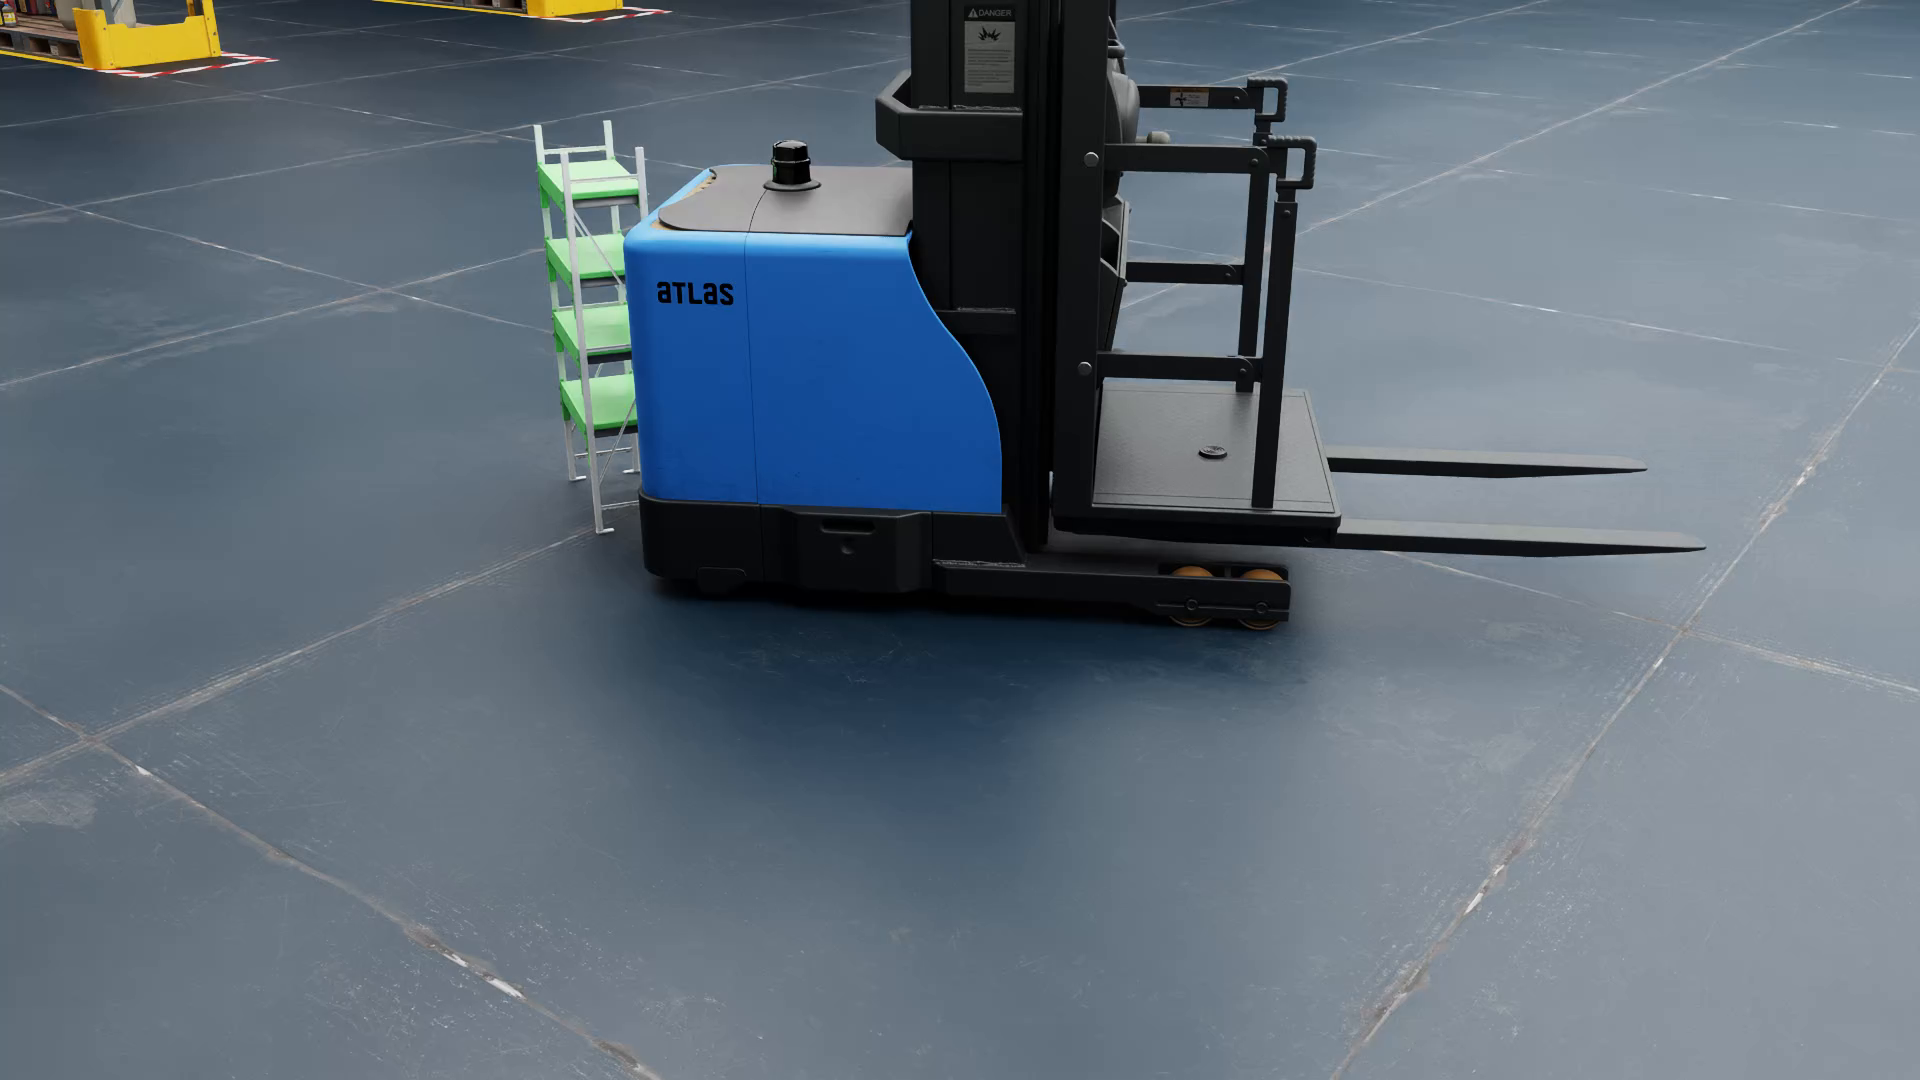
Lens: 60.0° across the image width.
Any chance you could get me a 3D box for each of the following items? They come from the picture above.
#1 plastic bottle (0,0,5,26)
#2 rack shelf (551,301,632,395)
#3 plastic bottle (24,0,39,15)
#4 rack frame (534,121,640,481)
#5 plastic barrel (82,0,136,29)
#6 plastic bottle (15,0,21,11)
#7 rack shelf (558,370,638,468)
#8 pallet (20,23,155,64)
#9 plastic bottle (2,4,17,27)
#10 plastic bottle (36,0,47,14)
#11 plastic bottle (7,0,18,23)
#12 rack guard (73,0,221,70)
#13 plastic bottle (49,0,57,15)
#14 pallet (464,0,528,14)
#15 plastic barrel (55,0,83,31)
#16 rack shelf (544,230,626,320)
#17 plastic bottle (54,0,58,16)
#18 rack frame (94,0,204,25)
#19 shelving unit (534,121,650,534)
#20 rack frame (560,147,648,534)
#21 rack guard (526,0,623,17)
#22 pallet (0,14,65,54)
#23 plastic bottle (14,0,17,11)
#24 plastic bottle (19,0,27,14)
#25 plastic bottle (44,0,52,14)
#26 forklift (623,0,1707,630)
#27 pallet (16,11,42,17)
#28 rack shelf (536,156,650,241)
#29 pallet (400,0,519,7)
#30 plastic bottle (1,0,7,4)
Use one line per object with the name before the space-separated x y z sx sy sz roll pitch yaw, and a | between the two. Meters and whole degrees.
plastic bottle | -9.091 -5.020 15.746 0.133 0.283 0.061 18 29 35
rack shelf | -1.137 -0.621 5.330 0.258 0.148 0.480 -9 25 -20
plastic bottle | -9.291 -5.400 16.609 0.133 0.283 0.061 17 29 33
rack frame | -1.228 -0.771 5.512 0.240 1.200 0.015 -9 25 -20
plastic barrel | -7.827 -4.925 15.272 0.421 0.512 0.421 0 24 0
plastic bottle | -9.613 -5.584 16.943 0.185 0.351 0.144 15 28 31
rack shelf | -1.137 -0.402 5.427 0.258 0.148 0.480 -9 25 -20
pallet | -7.990 -4.662 15.569 1.213 0.211 1.003 17 29 33
plastic bottle | -8.987 -4.960 15.712 0.097 0.201 0.097 0 24 0
plastic bottle | -9.227 -5.431 16.688 0.135 0.276 0.152 17 29 34
plastic bottle | -9.109 -5.102 15.932 0.133 0.283 0.061 17 29 33
rack guard | -7.343 -4.596 15.061 0.348 0.500 1.175 17 29 33
plastic bottle | -9.035 -5.384 16.589 0.097 0.271 0.097 0 24 0
pallet | -4.973 -6.285 19.252 1.213 0.211 1.003 17 29 33
plastic barrel | -8.228 -5.046 15.547 0.421 0.512 0.421 0 24 0
rack shelf | -1.137 -0.841 5.234 0.258 0.148 0.480 -9 25 -20
plastic bottle | -8.952 -5.327 16.546 0.097 0.201 0.097 0 24 0
rack frame | -7.254 -5.737 14.550 0.127 3.000 1.000 17 29 33
shelving unit | -1.137 -0.680 5.305 0.258 1.200 0.503 -9 25 -20
rack frame | -1.046 -0.588 5.097 0.240 1.200 0.015 -9 25 -20
rack guard | -4.345 -6.209 18.722 0.348 0.500 1.175 17 29 33
pallet | -8.962 -4.957 16.239 1.213 0.211 1.003 17 29 33
plastic bottle | -9.682 -5.496 16.836 0.135 0.276 0.152 17 29 33
plastic bottle | -9.396 -5.436 16.690 0.133 0.283 0.061 17 29 33
plastic bottle | -9.116 -5.377 16.659 0.097 0.201 0.097 0 24 0
forklift | 0.619 -1.315 4.598 3.031 2.935 1.130 2 24 6
pallet | -9.943 -5.252 16.908 1.213 0.211 1.003 17 29 33
rack shelf | -1.137 -1.061 5.137 0.258 0.148 0.480 -9 25 -20
pallet | -5.945 -6.580 19.922 1.213 0.211 1.003 17 29 33
plastic bottle | -9.172 -5.064 15.855 0.135 0.276 0.152 17 29 34
